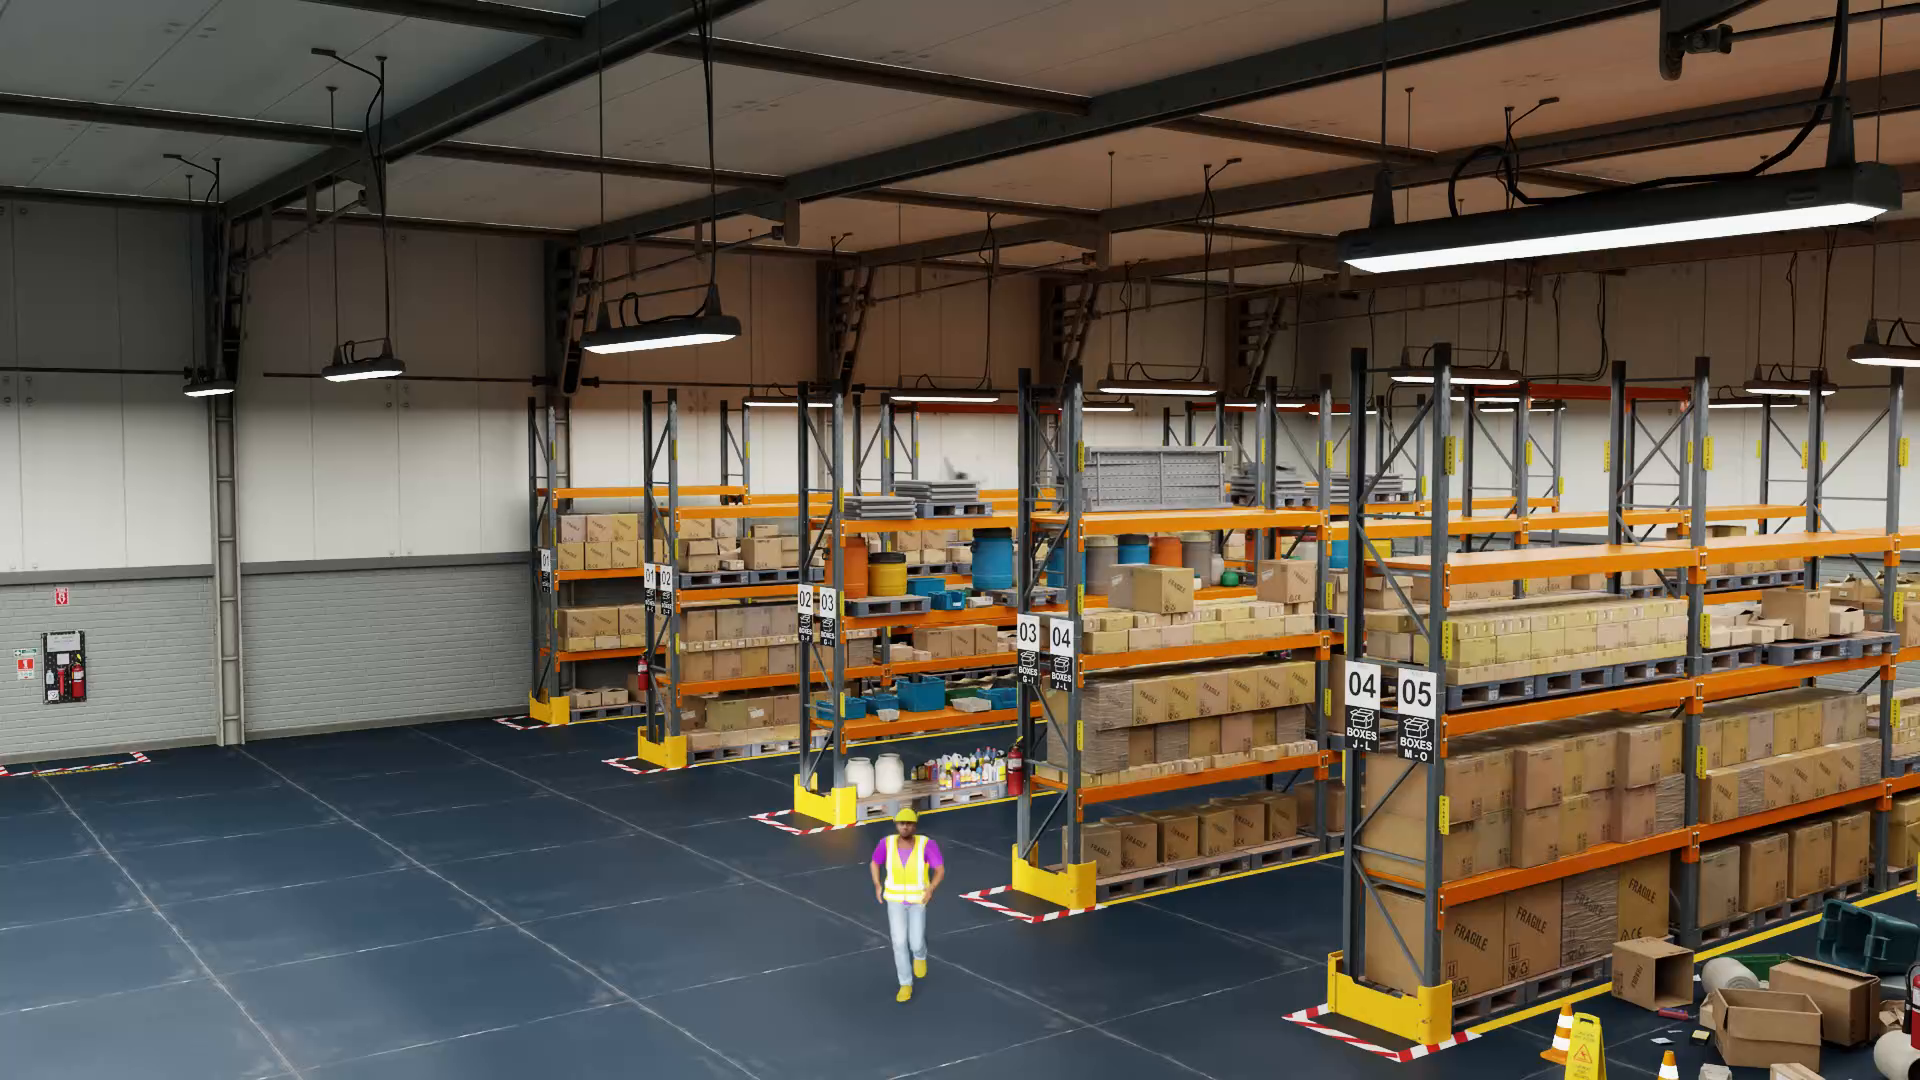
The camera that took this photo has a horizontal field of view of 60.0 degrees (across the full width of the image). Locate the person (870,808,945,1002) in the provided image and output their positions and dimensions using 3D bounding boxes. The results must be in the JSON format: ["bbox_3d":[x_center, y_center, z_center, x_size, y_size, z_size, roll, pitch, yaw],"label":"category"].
[{"bbox_3d":[-0.506,3.376,15.613,0.702,1.749,0.690,0,3,4],"label":"person"}]
